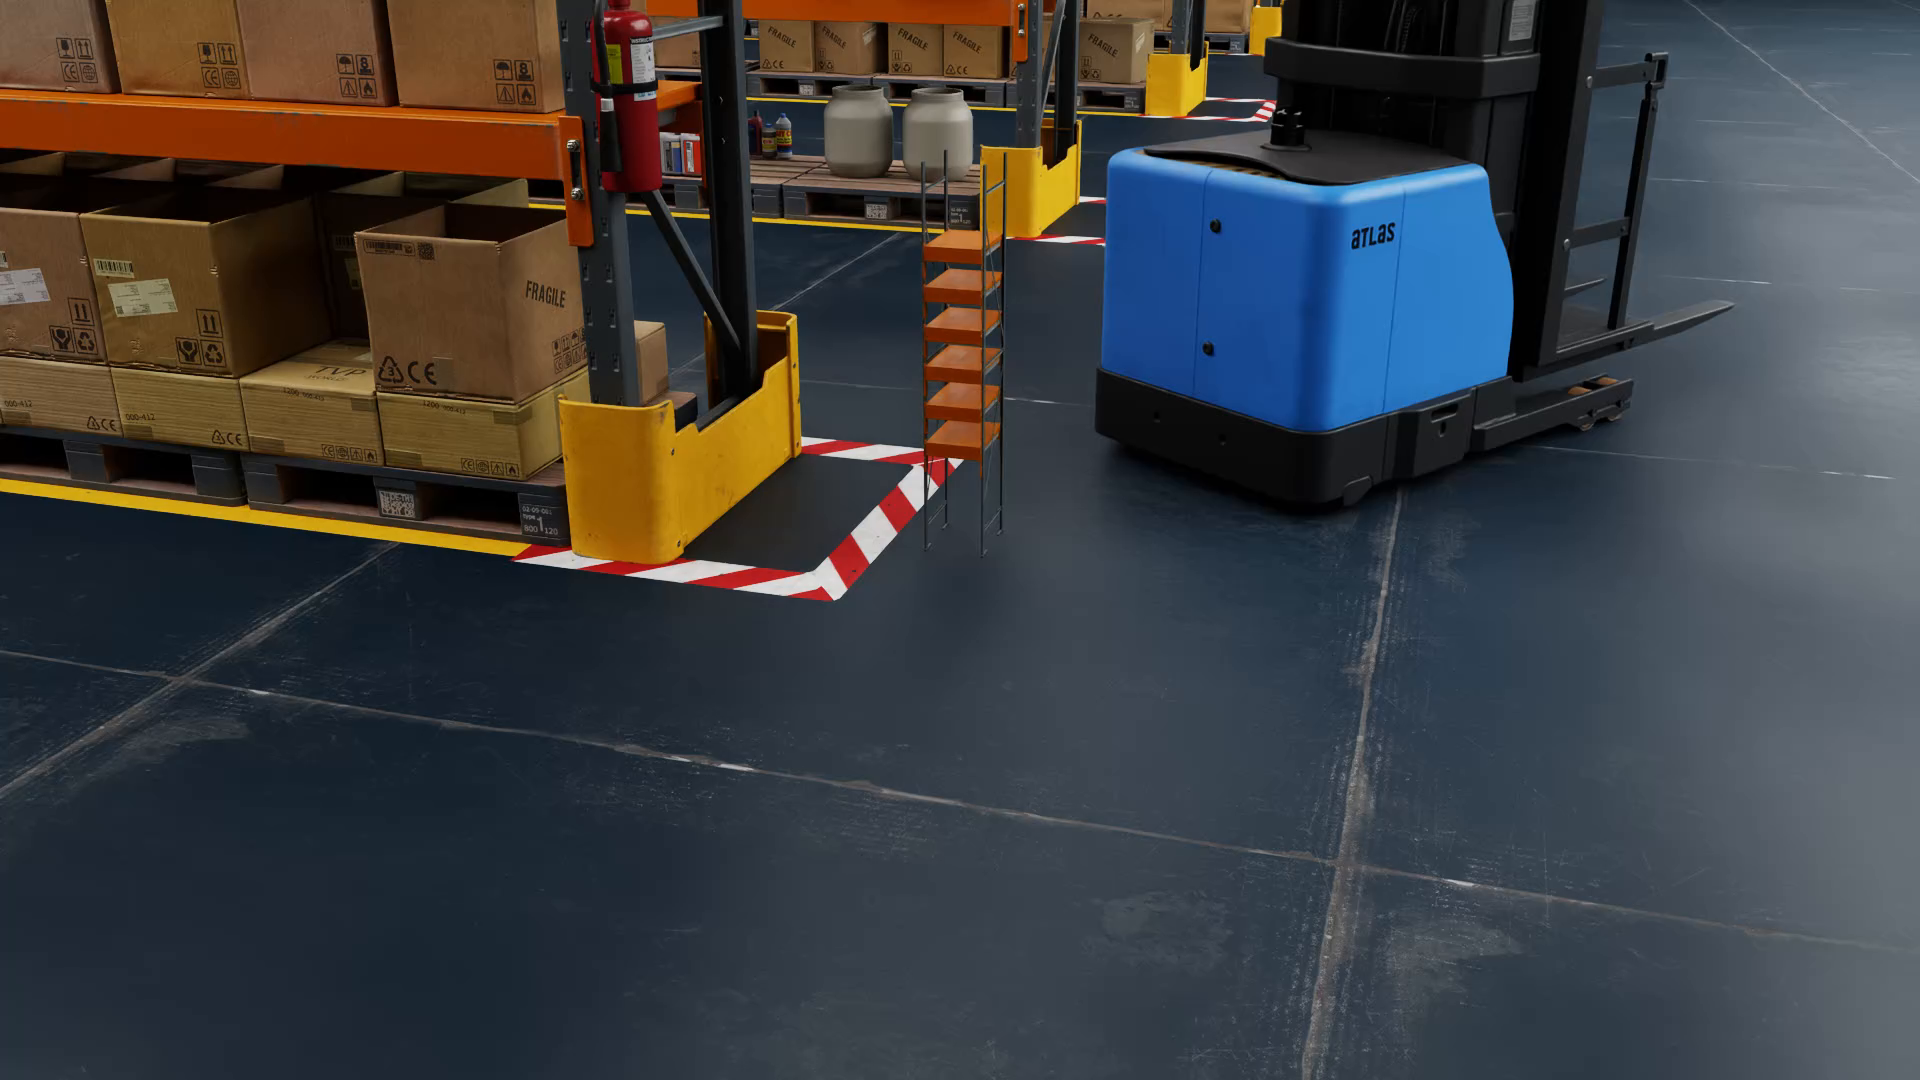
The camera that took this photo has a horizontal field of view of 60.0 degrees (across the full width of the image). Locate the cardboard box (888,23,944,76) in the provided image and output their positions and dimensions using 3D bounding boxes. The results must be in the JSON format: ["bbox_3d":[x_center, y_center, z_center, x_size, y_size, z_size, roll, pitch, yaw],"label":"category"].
[{"bbox_3d":[-0.342,-4.455,14.919,0.500,0.500,0.500,4,23,11],"label":"cardboard box"}]

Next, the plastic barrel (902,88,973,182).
[{"bbox_3d":[-0.135,-2.425,9.954,0.421,0.512,0.421,0,22,0],"label":"plastic barrel"}]

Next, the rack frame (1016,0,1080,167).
[{"bbox_3d":[0.517,-3.337,9.454,0.127,3.000,1.000,7,23,16],"label":"rack frame"}]

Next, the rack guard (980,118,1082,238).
[{"bbox_3d":[0.431,-2.172,9.907,0.348,0.500,1.175,7,23,16],"label":"rack guard"}]

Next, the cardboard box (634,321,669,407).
[{"bbox_3d":[-1.366,-0.600,5.850,0.500,0.250,0.500,7,23,16],"label":"cardboard box"}]

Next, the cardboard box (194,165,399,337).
[{"bbox_3d":[-2.328,-1.051,5.962,0.500,0.500,0.500,7,23,16],"label":"cardboard box"}]

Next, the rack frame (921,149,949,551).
[{"bbox_3d":[-0.074,-0.564,5.063,0.006,1.200,0.240,7,23,16],"label":"rack frame"}]

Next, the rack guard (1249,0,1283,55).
[{"bbox_3d":[3.501,-5.769,18.675,0.348,0.500,1.175,7,23,16],"label":"rack guard"}]

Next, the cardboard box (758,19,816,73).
[{"bbox_3d":[-1.510,-4.555,15.162,0.500,0.500,0.500,6,23,14],"label":"cardboard box"}]

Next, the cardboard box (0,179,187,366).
[{"bbox_3d":[-2.956,-0.917,5.636,0.500,0.500,0.500,7,23,16],"label":"cardboard box"}]

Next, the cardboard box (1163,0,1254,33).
[{"bbox_3d":[2.809,-6.190,18.653,0.875,0.875,0.875,7,23,16],"label":"cardboard box"}]

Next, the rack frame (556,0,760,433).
[{"bbox_3d":[-0.917,-1.538,5.067,0.127,3.000,1.000,7,23,16],"label":"rack frame"}]

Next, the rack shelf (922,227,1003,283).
[{"bbox_3d":[0.014,-0.845,4.919,0.180,0.103,0.258,7,23,16],"label":"rack shelf"}]

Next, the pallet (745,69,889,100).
[{"bbox_3d":[-1.228,-4.225,15.291,1.213,0.211,1.003,7,23,16],"label":"pallet"}]

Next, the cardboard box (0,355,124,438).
[{"bbox_3d":[-2.955,-0.572,5.781,0.500,0.250,0.500,7,23,16],"label":"cardboard box"}]

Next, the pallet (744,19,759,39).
[{"bbox_3d":[-2.284,-6.267,20.269,1.213,0.211,1.003,7,23,16],"label":"pallet"}]

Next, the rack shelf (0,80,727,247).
[{"bbox_3d":[-2.832,-1.425,5.738,4.000,0.370,1.077,7,23,16],"label":"rack shelf"}]

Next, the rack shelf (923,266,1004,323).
[{"bbox_3d":[0.014,-0.734,4.964,0.180,0.103,0.258,7,23,16],"label":"rack shelf"}]

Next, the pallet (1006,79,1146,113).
[{"bbox_3d":[1.108,-3.957,14.639,1.213,0.211,1.003,7,23,16],"label":"pallet"}]

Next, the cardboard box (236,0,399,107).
[{"bbox_3d":[-1.864,-1.696,5.320,0.500,0.500,0.700,7,23,17],"label":"cardboard box"}]

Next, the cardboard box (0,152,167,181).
[{"bbox_3d":[-3.284,-1.162,6.231,0.500,0.500,0.500,7,23,16],"label":"cardboard box"}]

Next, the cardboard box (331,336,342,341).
[{"bbox_3d":[-2.324,-0.708,6.114,0.500,0.250,0.500,7,23,16],"label":"cardboard box"}]

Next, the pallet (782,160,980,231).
[{"bbox_3d":[-0.345,-2.130,10.183,1.213,0.211,1.003,7,23,16],"label":"pallet"}]

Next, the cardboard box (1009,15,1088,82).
[{"bbox_3d":[0.773,-4.302,14.547,0.500,0.500,0.500,13,26,29],"label":"cardboard box"}]

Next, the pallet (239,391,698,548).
[{"bbox_3d":[-1.661,-0.317,5.764,1.213,0.211,1.003,7,23,16],"label":"pallet"}]

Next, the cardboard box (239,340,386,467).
[{"bbox_3d":[-1.998,-0.462,5.514,0.500,0.250,0.500,7,23,16],"label":"cardboard box"}]

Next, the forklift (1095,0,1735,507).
[{"bbox_3d":[1.955,-1.905,6.051,3.031,2.935,1.130,-17,28,-36],"label":"forklift"}]

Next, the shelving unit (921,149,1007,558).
[{"bbox_3d":[0.014,-0.554,5.038,0.189,1.200,0.258,7,23,16],"label":"shelving unit"}]

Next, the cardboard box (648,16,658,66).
[{"bbox_3d":[-2.914,-4.757,15.628,0.500,0.500,0.700,6,23,15],"label":"cardboard box"}]

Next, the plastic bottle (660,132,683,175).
[{"bbox_3d":[-1.734,-2.376,10.118,0.135,0.276,0.152,6,23,14],"label":"plastic bottle"}]

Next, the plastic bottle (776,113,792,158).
[{"bbox_3d":[-1.128,-2.591,10.649,0.097,0.271,0.097,0,22,0],"label":"plastic bottle"}]

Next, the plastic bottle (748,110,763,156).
[{"bbox_3d":[-1.340,-2.628,10.723,0.133,0.283,0.061,7,23,16],"label":"plastic bottle"}]

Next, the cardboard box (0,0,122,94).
[{"bbox_3d":[-2.843,-1.809,5.596,0.500,0.500,0.700,7,23,17],"label":"cardboard box"}]

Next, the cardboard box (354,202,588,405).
[{"bbox_3d":[-1.516,-0.758,5.247,0.500,0.500,0.500,7,23,16],"label":"cardboard box"}]

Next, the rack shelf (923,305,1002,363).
[{"bbox_3d":[0.014,-0.623,5.010,0.180,0.103,0.258,7,23,16],"label":"rack shelf"}]

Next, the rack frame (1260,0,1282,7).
[{"bbox_3d":[3.478,-6.928,18.207,0.127,3.000,1.000,7,23,16],"label":"rack frame"}]

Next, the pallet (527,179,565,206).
[{"bbox_3d":[-2.681,-2.397,10.835,1.213,0.211,1.003,7,23,16],"label":"pallet"}]

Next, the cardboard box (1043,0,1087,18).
[{"bbox_3d":[1.094,-6.386,19.132,0.875,0.875,0.875,7,23,16],"label":"cardboard box"}]
